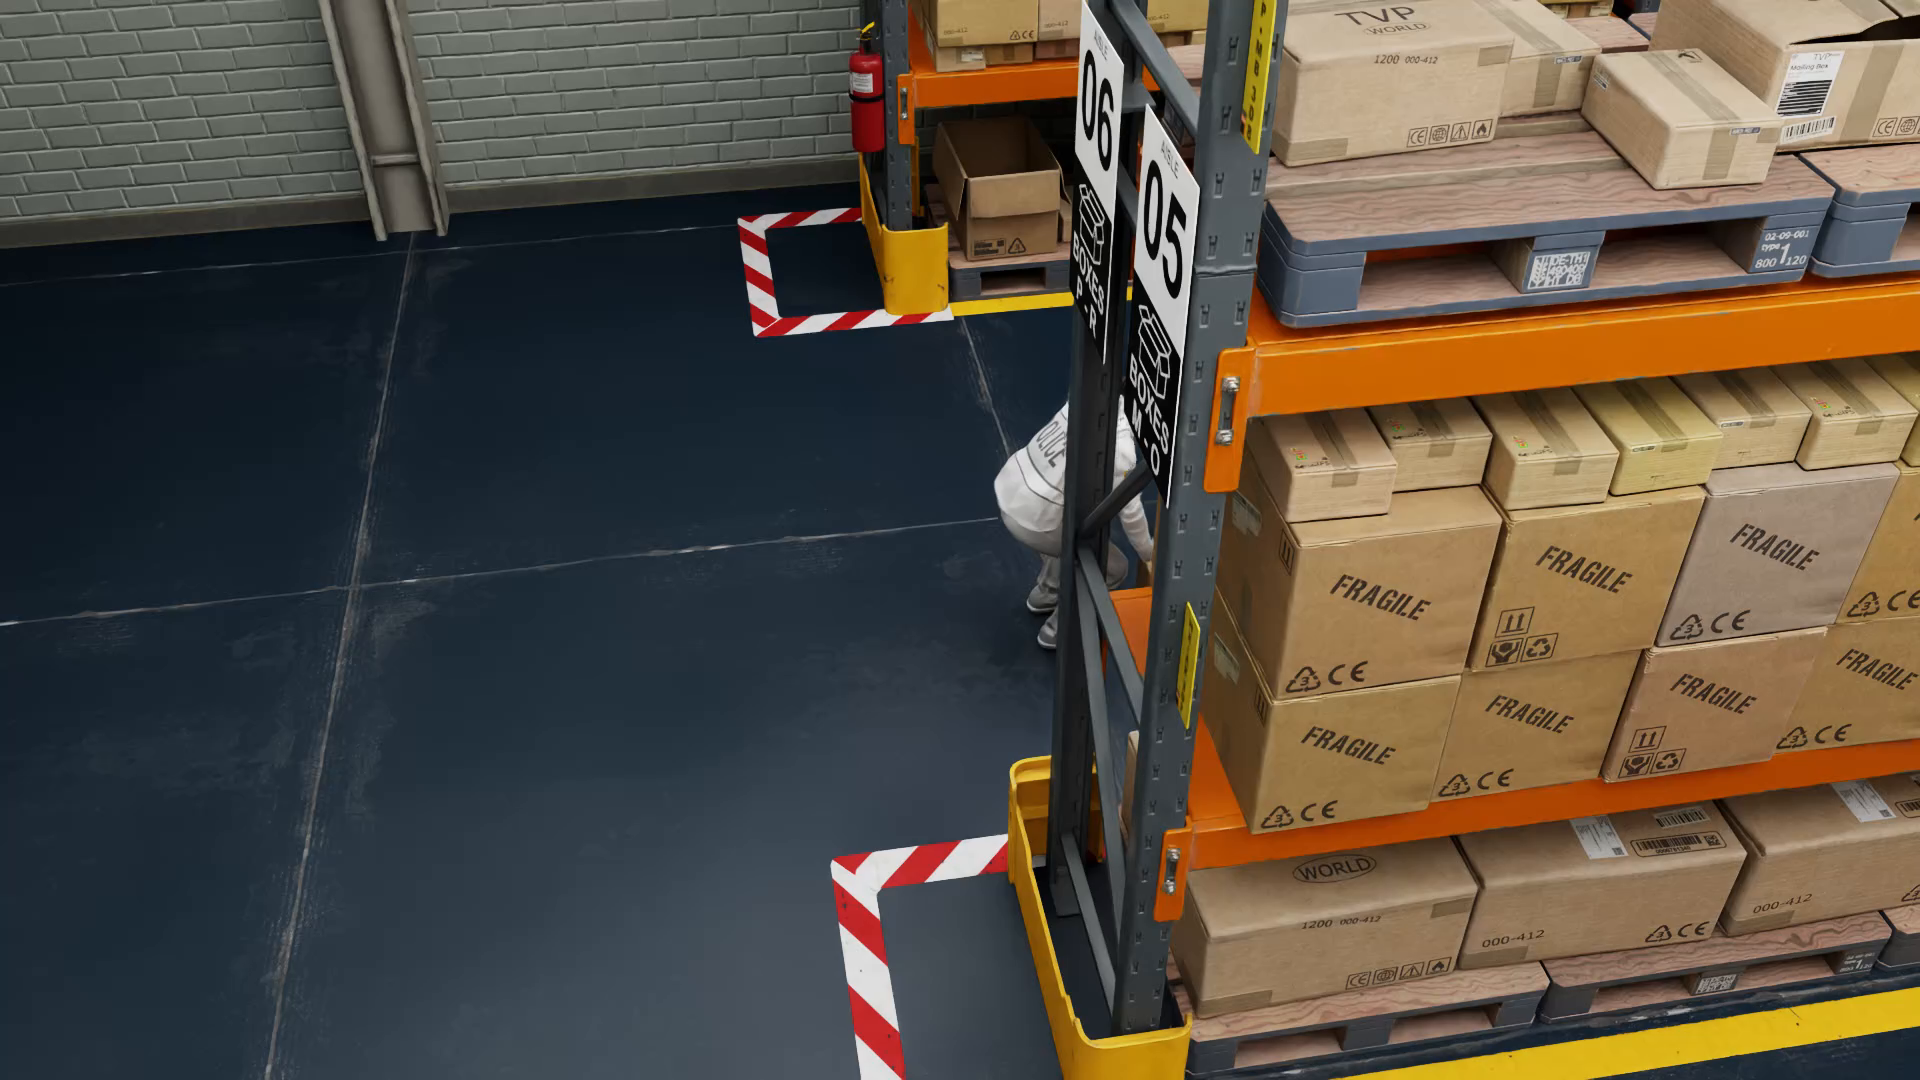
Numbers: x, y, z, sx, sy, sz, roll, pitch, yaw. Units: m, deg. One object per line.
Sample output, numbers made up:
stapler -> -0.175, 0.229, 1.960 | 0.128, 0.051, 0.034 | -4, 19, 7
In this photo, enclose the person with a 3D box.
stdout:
person -> 0.515, -0.168, 6.687 | 0.765, 1.263, 0.531 | -6, 39, -8
